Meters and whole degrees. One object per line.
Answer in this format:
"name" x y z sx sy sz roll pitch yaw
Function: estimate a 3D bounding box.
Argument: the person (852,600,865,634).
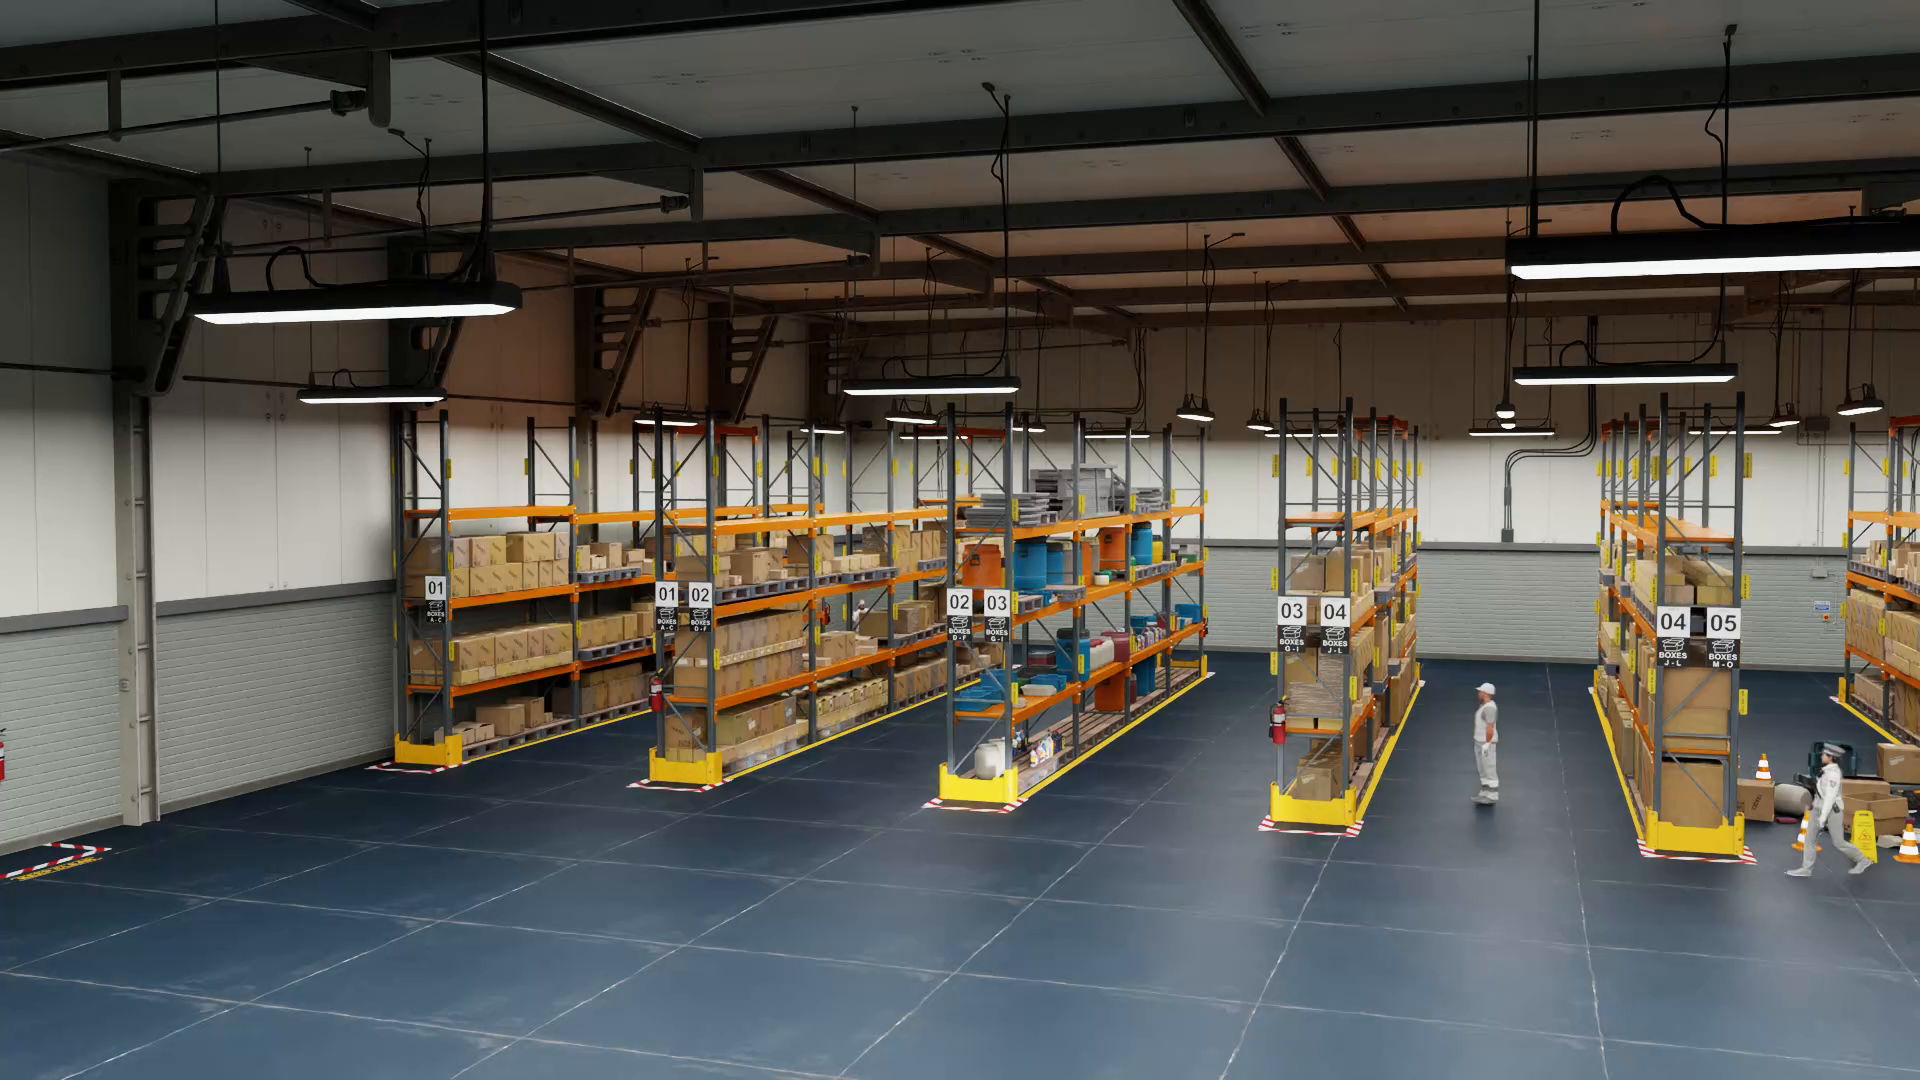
"person" -2.548 2.369 42.582 0.538 1.674 0.626 0 2 -6

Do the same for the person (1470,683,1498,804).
"person" 7.849 3.033 24.830 0.360 1.797 0.577 0 2 -5

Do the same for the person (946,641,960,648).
"person" -0.183 2.261 44.552 0.510 1.610 0.958 0 2 9

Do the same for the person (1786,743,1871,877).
"person" 10.604 3.299 20.253 0.902 1.651 0.443 0 2 -8
